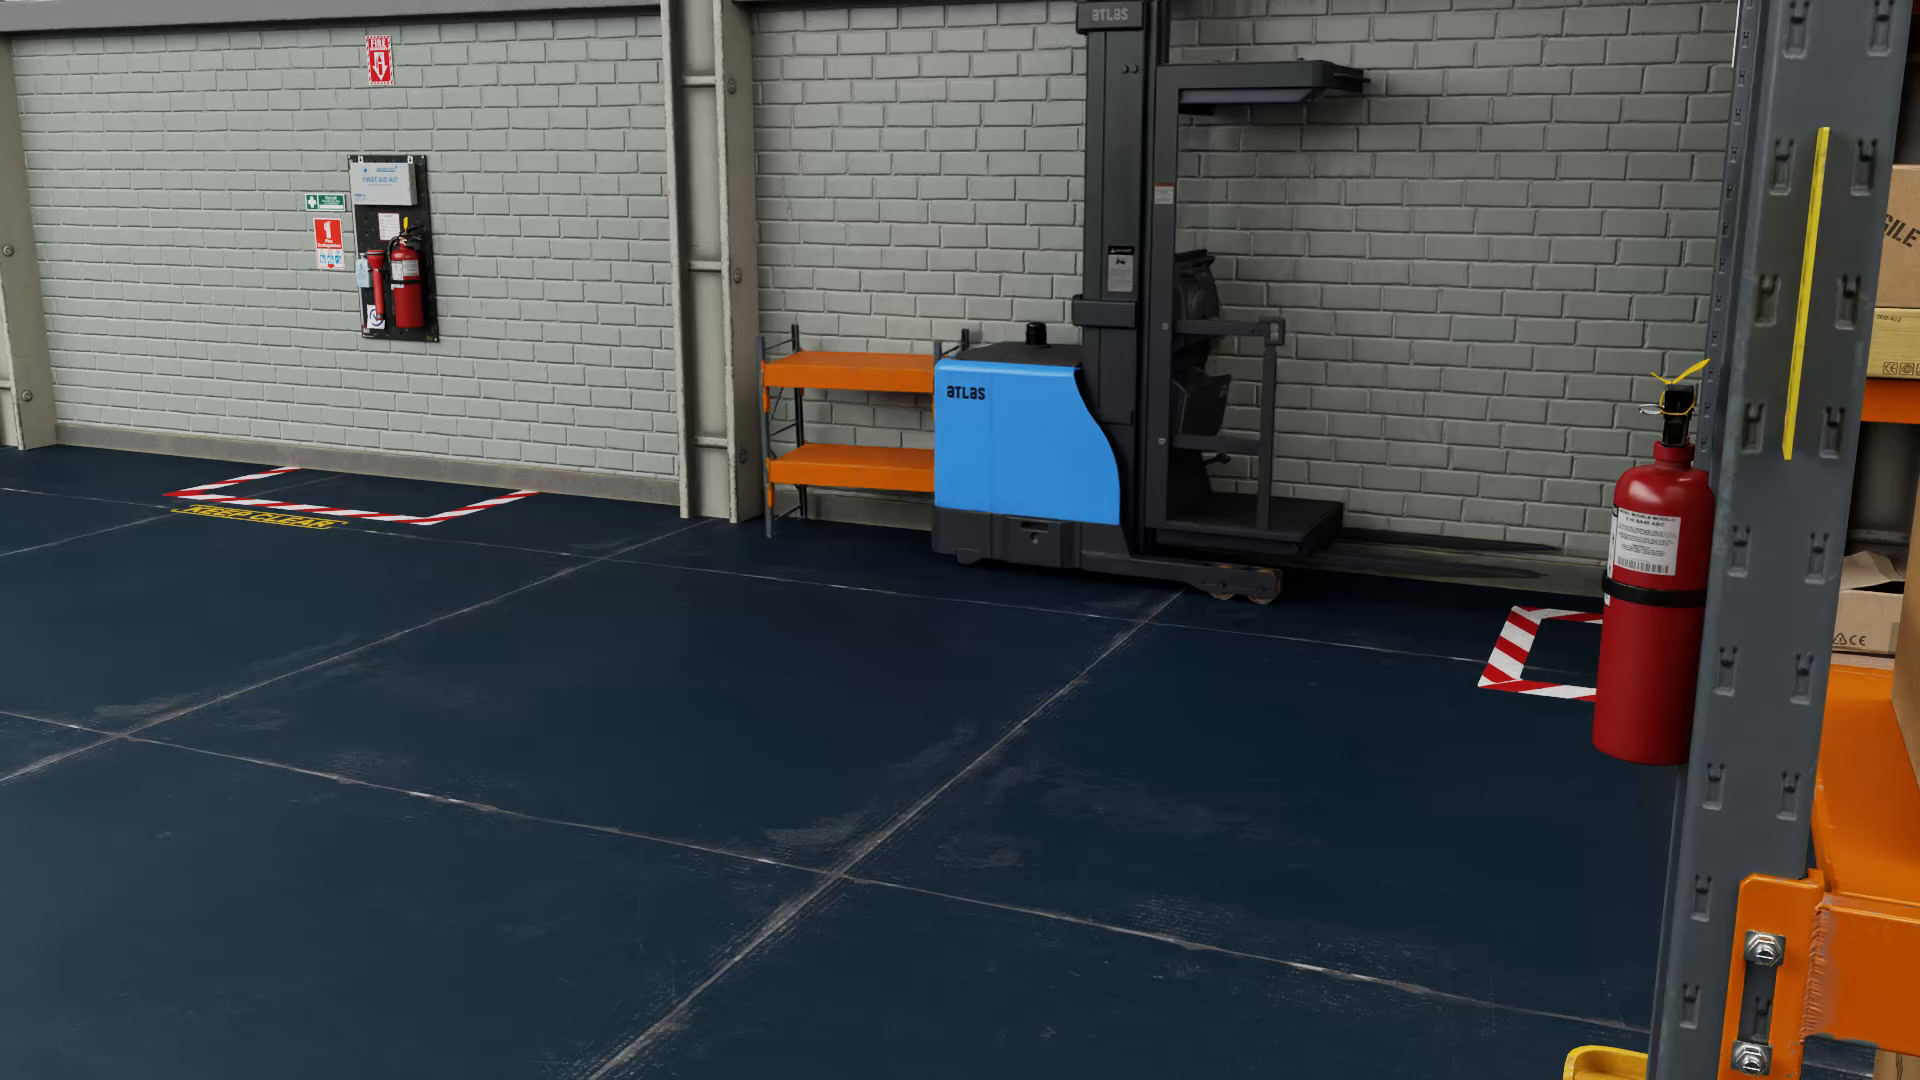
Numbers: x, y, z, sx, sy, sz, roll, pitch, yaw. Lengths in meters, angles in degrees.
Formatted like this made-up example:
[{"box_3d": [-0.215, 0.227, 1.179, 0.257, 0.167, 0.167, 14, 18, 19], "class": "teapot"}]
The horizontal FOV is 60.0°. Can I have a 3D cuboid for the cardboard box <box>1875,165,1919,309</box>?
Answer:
[{"box_3d": [3.398, -1.132, 6.157, 0.500, 0.500, 0.500, 6, 14, 23], "class": "cardboard box"}]

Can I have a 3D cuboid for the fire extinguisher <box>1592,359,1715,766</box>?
[{"box_3d": [1.160, 0.027, 2.742, 0.183, 0.674, 0.296, 6, 14, 23], "class": "fire extinguisher"}]

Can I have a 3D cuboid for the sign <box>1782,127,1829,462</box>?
[{"box_3d": [0.850, -0.247, 1.673, 0.005, 0.325, 0.100, 6, 14, 23], "class": "sign"}]

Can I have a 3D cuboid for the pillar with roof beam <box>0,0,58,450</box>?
[{"box_3d": [-8.642, -4.185, 7.392, 0.400, 9.000, 9.100, 6, 14, 23], "class": "pillar with roof beam"}]

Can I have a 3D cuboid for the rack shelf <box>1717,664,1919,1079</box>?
[{"box_3d": [2.909, 0.633, 1.566, 4.000, 0.370, 1.077, 6, 14, 23], "class": "rack shelf"}]

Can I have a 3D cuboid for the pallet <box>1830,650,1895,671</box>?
[{"box_3d": [3.881, 0.510, 6.621, 1.213, 0.211, 1.003, 6, 14, 23], "class": "pallet"}]

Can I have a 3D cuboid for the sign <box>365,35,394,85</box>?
[{"box_3d": [-3.623, -2.995, 10.379, 0.199, 0.298, 0.001, 6, 14, 23], "class": "sign"}]

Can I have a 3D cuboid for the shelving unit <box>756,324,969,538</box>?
[{"box_3d": [-0.515, -0.586, 9.198, 1.048, 1.125, 0.538, 4, 16, 18], "class": "shelving unit"}]

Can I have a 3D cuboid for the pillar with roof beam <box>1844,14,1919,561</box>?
[{"box_3d": [2.330, -3.075, 2.660, 0.400, 9.000, 9.100, 6, 14, 23], "class": "pillar with roof beam"}]

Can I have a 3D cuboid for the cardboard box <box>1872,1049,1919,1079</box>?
[{"box_3d": [1.691, 0.854, 2.507, 0.500, 0.500, 0.500, 6, 14, 23], "class": "cardboard box"}]

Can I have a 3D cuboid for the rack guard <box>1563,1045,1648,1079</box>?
[{"box_3d": [1.058, 1.312, 2.568, 0.348, 0.500, 1.175, 6, 14, 23], "class": "rack guard"}]

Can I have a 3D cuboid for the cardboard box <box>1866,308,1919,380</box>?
[{"box_3d": [3.401, -0.763, 6.224, 0.500, 0.250, 0.500, 5, 14, 22], "class": "cardboard box"}]

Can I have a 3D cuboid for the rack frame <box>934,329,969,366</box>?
[{"box_3d": [-0.033, -0.552, 9.039, 0.032, 1.125, 0.500, 4, 16, 18], "class": "rack frame"}]

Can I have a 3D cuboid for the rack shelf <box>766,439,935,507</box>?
[{"box_3d": [-0.510, -0.350, 9.262, 1.000, 0.278, 0.538, 4, 16, 18], "class": "rack shelf"}]

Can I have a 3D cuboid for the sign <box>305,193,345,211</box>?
[{"box_3d": [-4.119, -2.191, 10.788, 0.331, 0.109, 0.001, 6, 14, 23], "class": "sign"}]

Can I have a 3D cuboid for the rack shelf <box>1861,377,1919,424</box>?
[{"box_3d": [4.912, -0.402, 5.977, 4.000, 0.370, 1.077, 6, 14, 23], "class": "rack shelf"}]

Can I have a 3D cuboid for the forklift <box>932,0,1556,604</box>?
[{"box_3d": [1.411, -1.258, 8.200, 3.031, 2.935, 1.130, 6, 15, 24], "class": "forklift"}]

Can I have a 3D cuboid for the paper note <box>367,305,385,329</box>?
[{"box_3d": [-3.790, -1.447, 10.784, 0.142, 0.148, 0.016, 6, 14, 23], "class": "paper note"}]

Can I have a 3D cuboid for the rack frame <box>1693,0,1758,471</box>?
[{"box_3d": [3.083, -0.937, 6.684, 0.127, 3.000, 1.000, 6, 14, 23], "class": "rack frame"}]

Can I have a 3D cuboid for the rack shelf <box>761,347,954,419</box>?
[{"box_3d": [-0.521, -0.868, 9.121, 1.000, 0.278, 0.538, 4, 16, 18], "class": "rack shelf"}]

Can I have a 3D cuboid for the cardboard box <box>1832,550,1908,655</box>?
[{"box_3d": [3.679, 0.240, 6.588, 0.500, 0.311, 0.500, 4, 14, 17], "class": "cardboard box"}]

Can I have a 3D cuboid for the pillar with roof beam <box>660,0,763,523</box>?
[{"box_3d": [-3.156, -3.630, 5.026, 0.400, 9.000, 9.100, 6, 14, 23], "class": "pillar with roof beam"}]

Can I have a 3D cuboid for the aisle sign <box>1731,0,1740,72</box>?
[{"box_3d": [2.896, -2.147, 6.148, 0.004, 0.787, 0.394, 6, 14, 23], "class": "aisle sign"}]

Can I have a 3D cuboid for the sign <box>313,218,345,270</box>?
[{"box_3d": [-4.120, -1.935, 10.858, 0.234, 0.329, 0.001, 6, 14, 23], "class": "sign"}]

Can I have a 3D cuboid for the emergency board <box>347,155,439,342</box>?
[{"box_3d": [-3.656, -1.845, 10.552, 0.643, 1.169, 0.194, 6, 14, 23], "class": "emergency board"}]

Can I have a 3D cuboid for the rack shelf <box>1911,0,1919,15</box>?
[{"box_3d": [4.912, -1.862, 5.635, 4.000, 0.370, 1.077, 6, 14, 23], "class": "rack shelf"}]

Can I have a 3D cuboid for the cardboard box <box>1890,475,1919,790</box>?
[{"box_3d": [1.502, 0.095, 2.066, 0.500, 0.500, 0.700, 6, 14, 23], "class": "cardboard box"}]

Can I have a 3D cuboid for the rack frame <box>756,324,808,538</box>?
[{"box_3d": [-0.996, -0.619, 9.357, 0.032, 1.125, 0.500, 4, 16, 18], "class": "rack frame"}]
